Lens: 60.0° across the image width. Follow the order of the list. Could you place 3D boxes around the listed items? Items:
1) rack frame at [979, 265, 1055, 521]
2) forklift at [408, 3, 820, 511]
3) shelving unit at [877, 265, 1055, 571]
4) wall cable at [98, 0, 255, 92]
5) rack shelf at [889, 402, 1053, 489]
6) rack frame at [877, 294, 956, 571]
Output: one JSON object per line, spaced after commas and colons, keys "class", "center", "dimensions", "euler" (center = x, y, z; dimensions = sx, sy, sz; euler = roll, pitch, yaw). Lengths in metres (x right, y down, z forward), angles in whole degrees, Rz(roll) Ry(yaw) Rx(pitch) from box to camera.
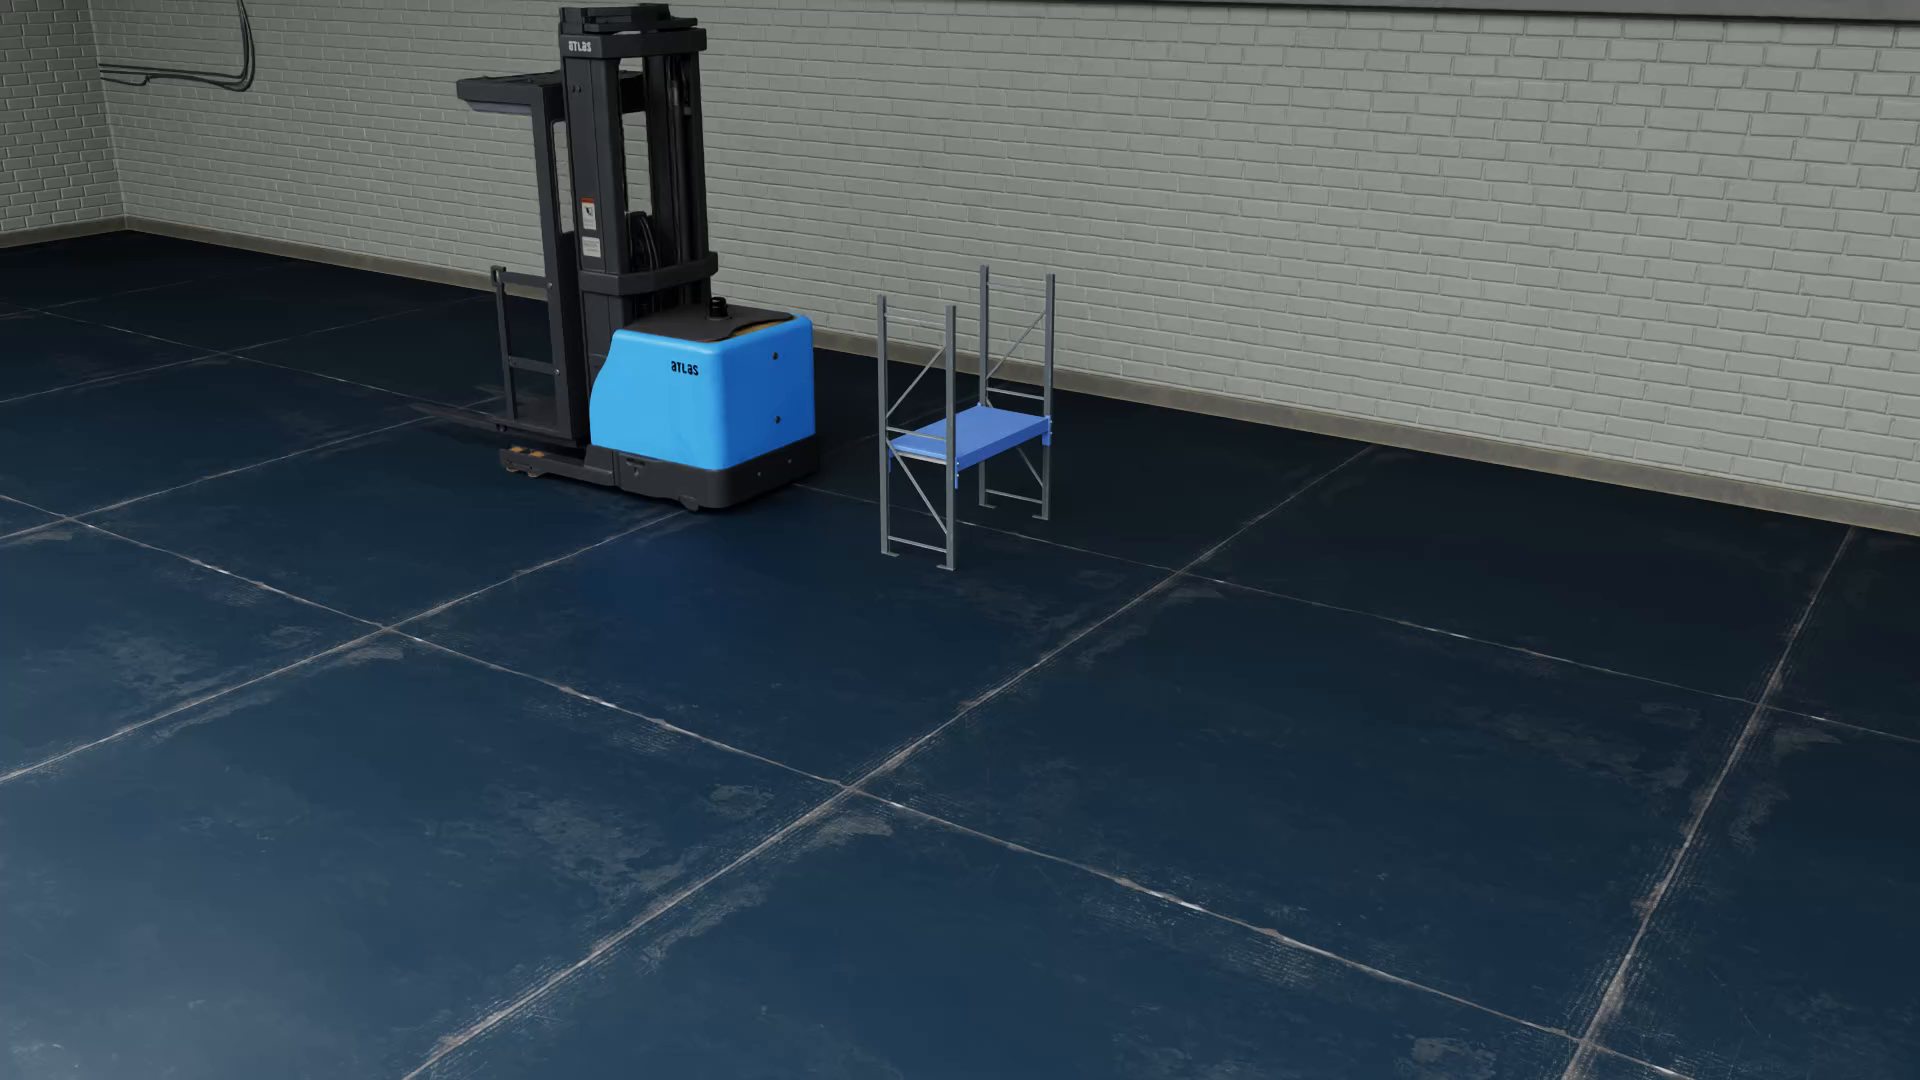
{"class": "rack frame", "center": [0.334, -0.874, 9.965], "dimensions": [0.500, 1.500, 0.032], "euler": [13, 24, 32]}
{"class": "forklift", "center": [-2.430, -1.922, 10.737], "dimensions": [3.031, 2.935, 1.130], "euler": [13, 24, 31]}
{"class": "shelving unit", "center": [0.048, -0.728, 9.571], "dimensions": [0.538, 1.500, 1.048], "euler": [13, 24, 32]}
{"class": "wall cable", "center": [-8.696, -6.160, 17.924], "dimensions": [3.097, 2.526, 0.112], "euler": [13, 24, 32]}
{"class": "rack shelf", "center": [0.048, -0.559, 9.633], "dimensions": [0.538, 0.185, 1.000], "euler": [13, 24, 32]}
{"class": "rack frame", "center": [-0.238, -0.582, 9.177], "dimensions": [0.500, 1.500, 0.032], "euler": [13, 24, 32]}
